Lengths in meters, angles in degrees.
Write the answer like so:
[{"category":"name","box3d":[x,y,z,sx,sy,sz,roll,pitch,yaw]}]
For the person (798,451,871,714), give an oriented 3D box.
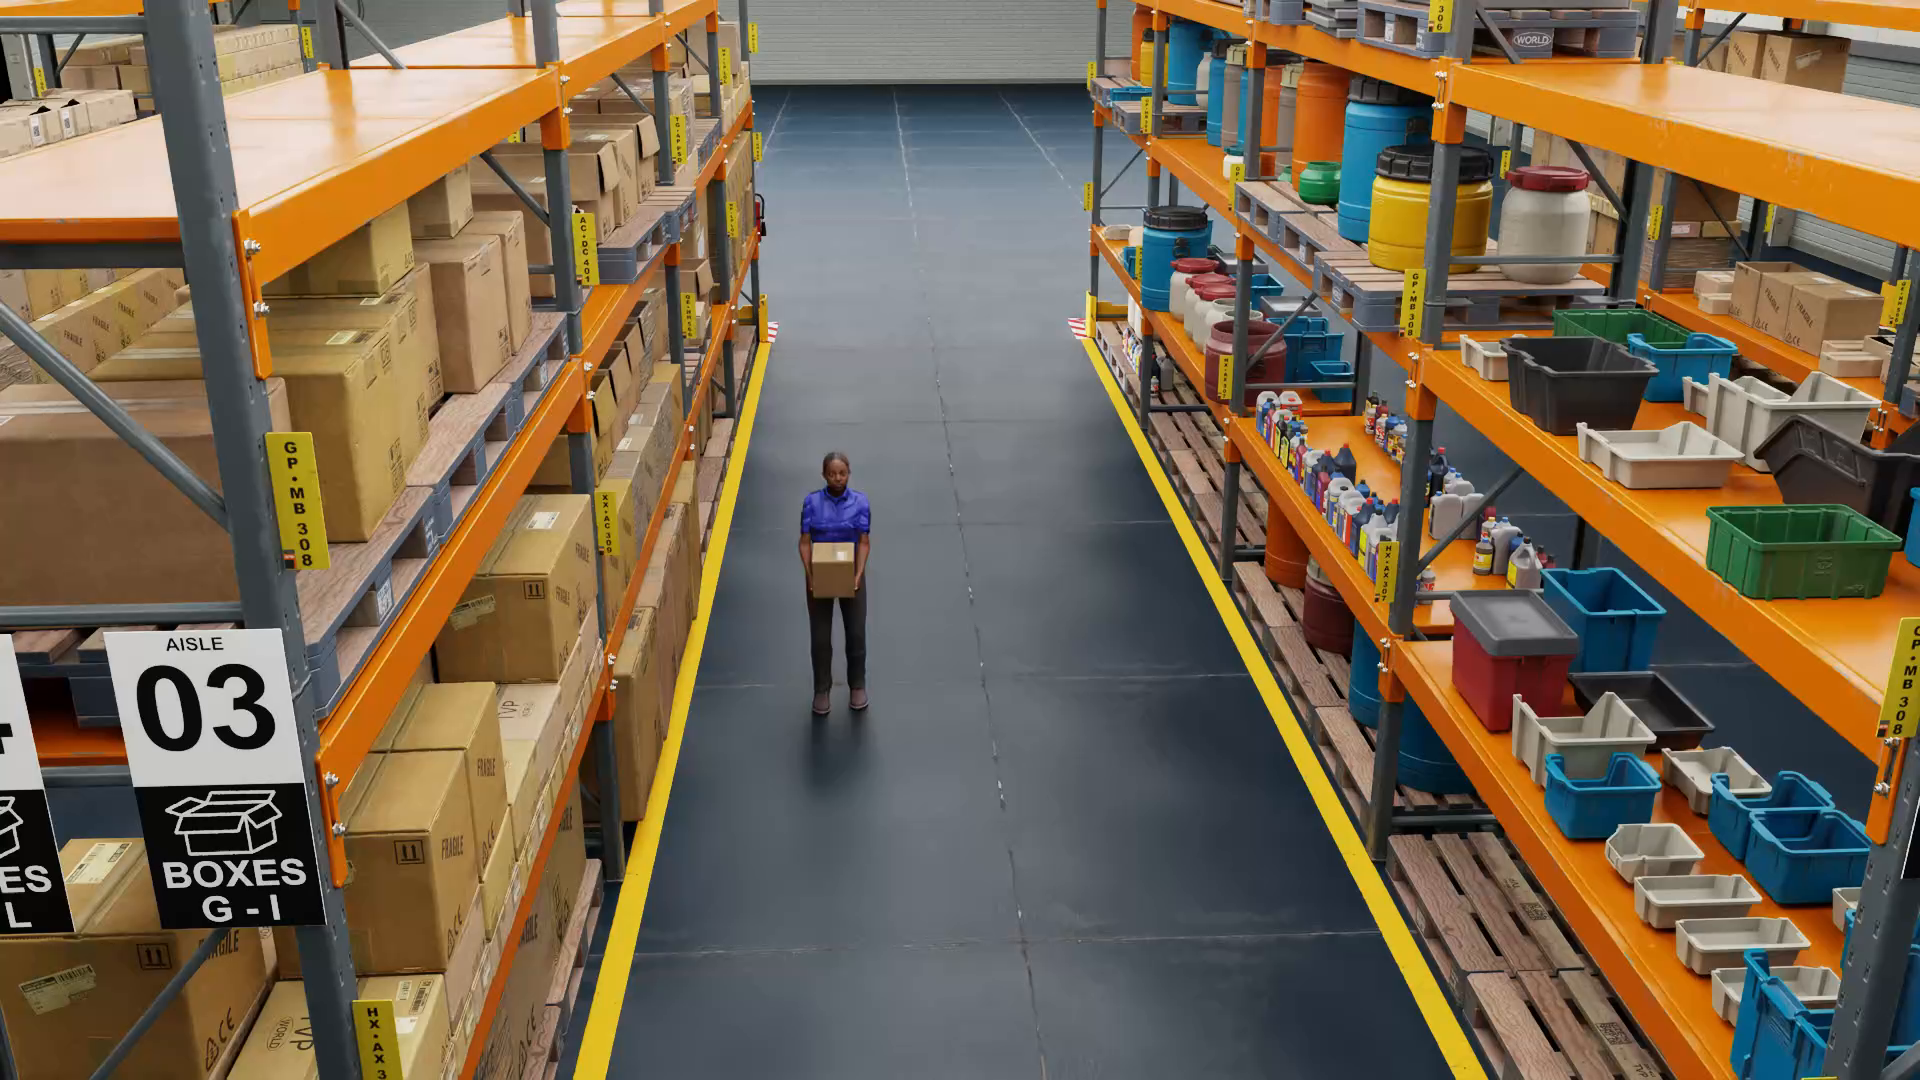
[{"category":"person","box3d":[-0.774,0.284,10.343,0.451,1.648,0.522,-1,21,-2]}]
